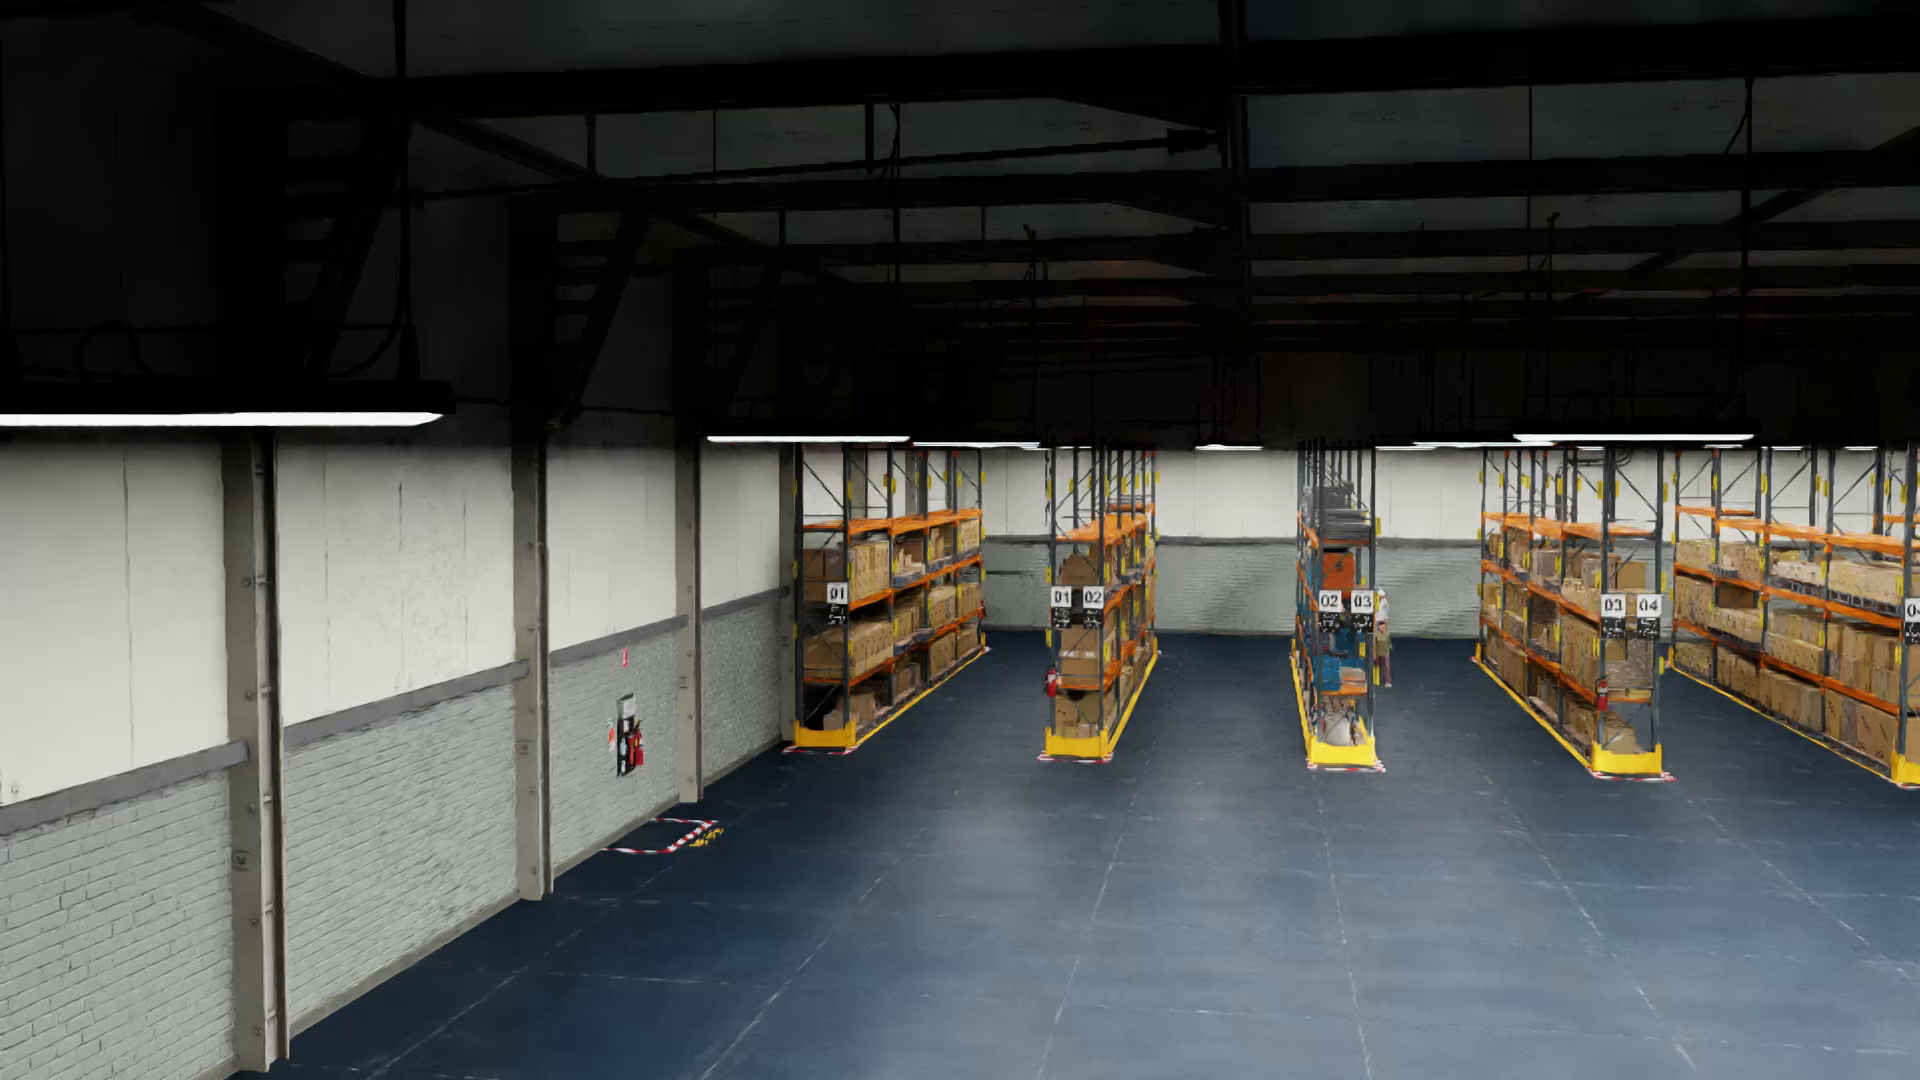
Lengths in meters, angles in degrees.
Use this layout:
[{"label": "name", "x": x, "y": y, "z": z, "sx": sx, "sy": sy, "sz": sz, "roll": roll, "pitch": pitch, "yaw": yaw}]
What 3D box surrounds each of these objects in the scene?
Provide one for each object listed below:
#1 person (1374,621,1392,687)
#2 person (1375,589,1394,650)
[{"label": "person", "x": 10.274, "y": 2.760, "z": 40.539, "sx": 0.451, "sy": 1.586, "sz": 1.099, "roll": 0, "pitch": 3, "yaw": 8}, {"label": "person", "x": 12.202, "y": 2.296, "z": 47.918, "sx": 0.452, "sy": 1.762, "sz": 0.671, "roll": -1, "pitch": 3, "yaw": -25}]
